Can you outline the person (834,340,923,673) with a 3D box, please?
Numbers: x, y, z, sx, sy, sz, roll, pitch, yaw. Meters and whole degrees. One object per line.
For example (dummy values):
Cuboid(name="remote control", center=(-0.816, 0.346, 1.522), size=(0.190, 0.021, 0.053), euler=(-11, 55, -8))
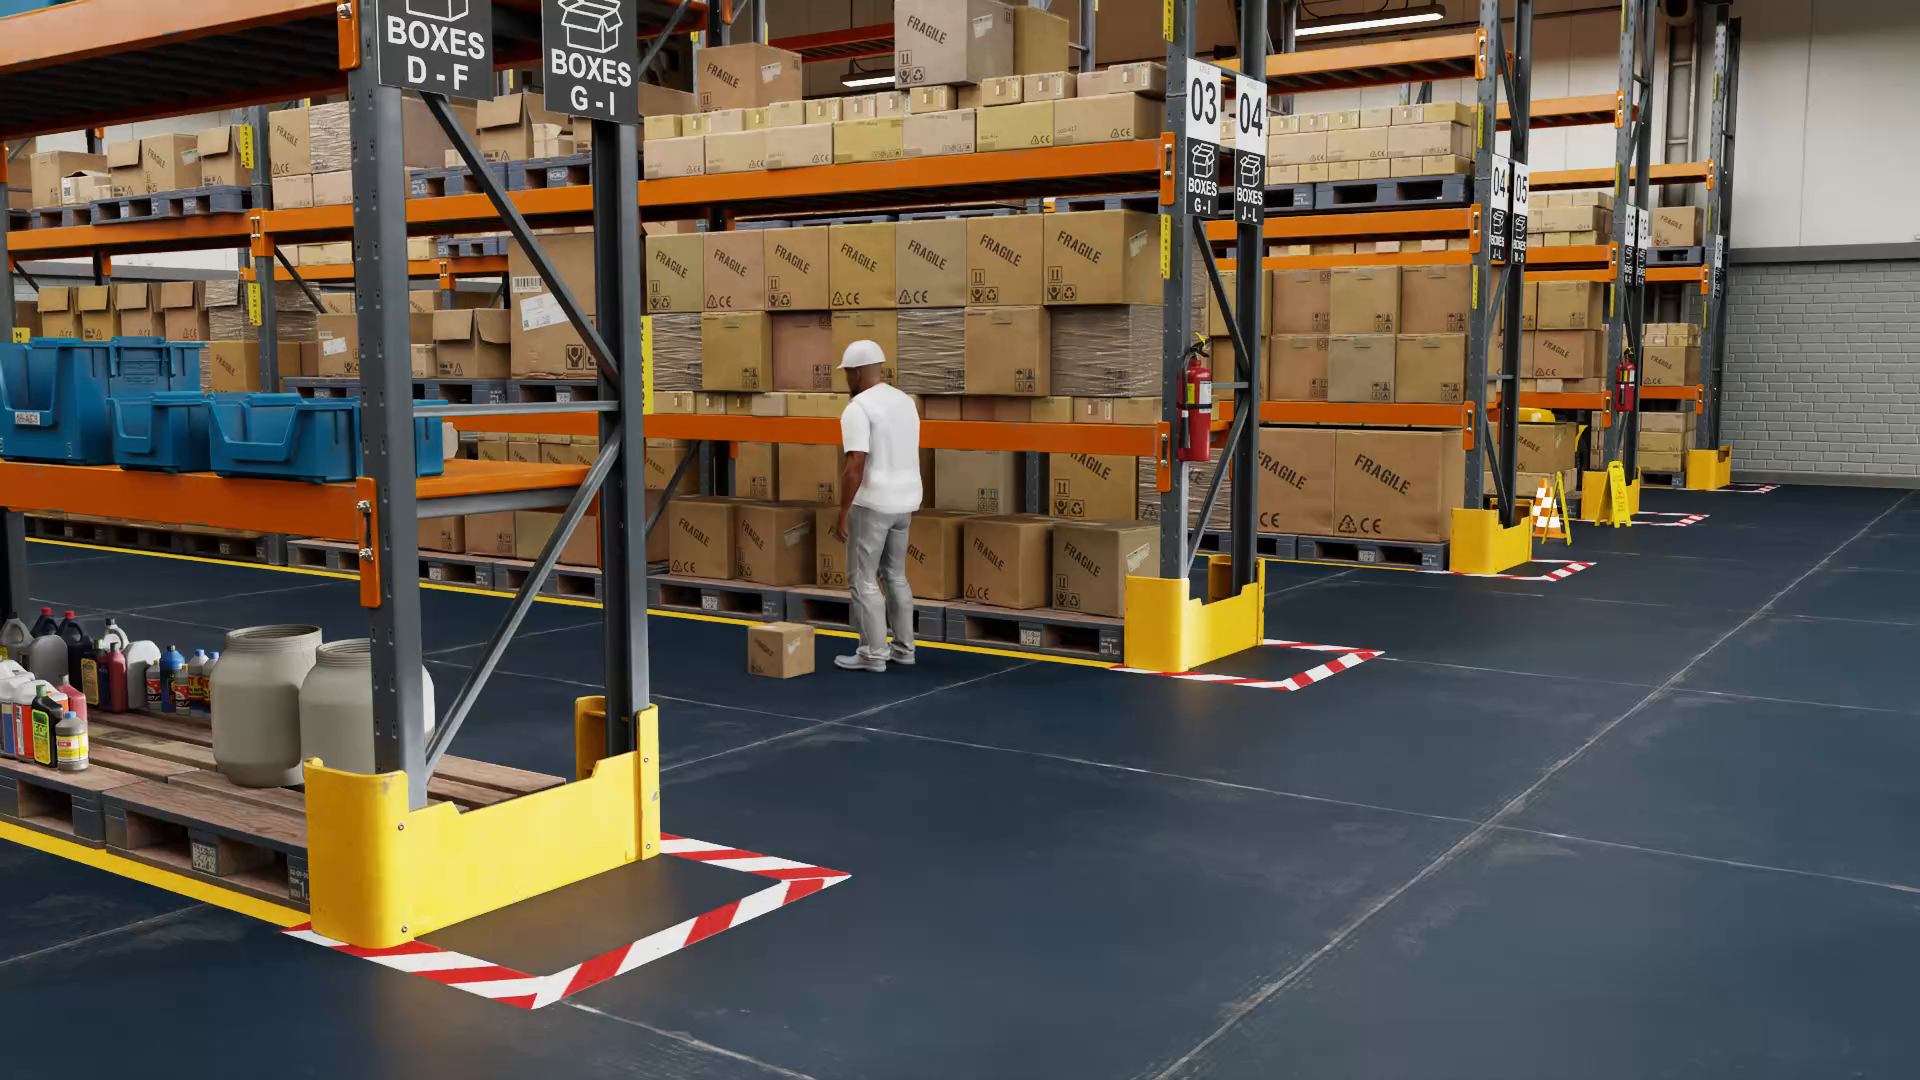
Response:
Cuboid(name="person", center=(-0.451, -0.187, 8.913), size=(0.459, 1.760, 0.616), euler=(4, 8, 35))
